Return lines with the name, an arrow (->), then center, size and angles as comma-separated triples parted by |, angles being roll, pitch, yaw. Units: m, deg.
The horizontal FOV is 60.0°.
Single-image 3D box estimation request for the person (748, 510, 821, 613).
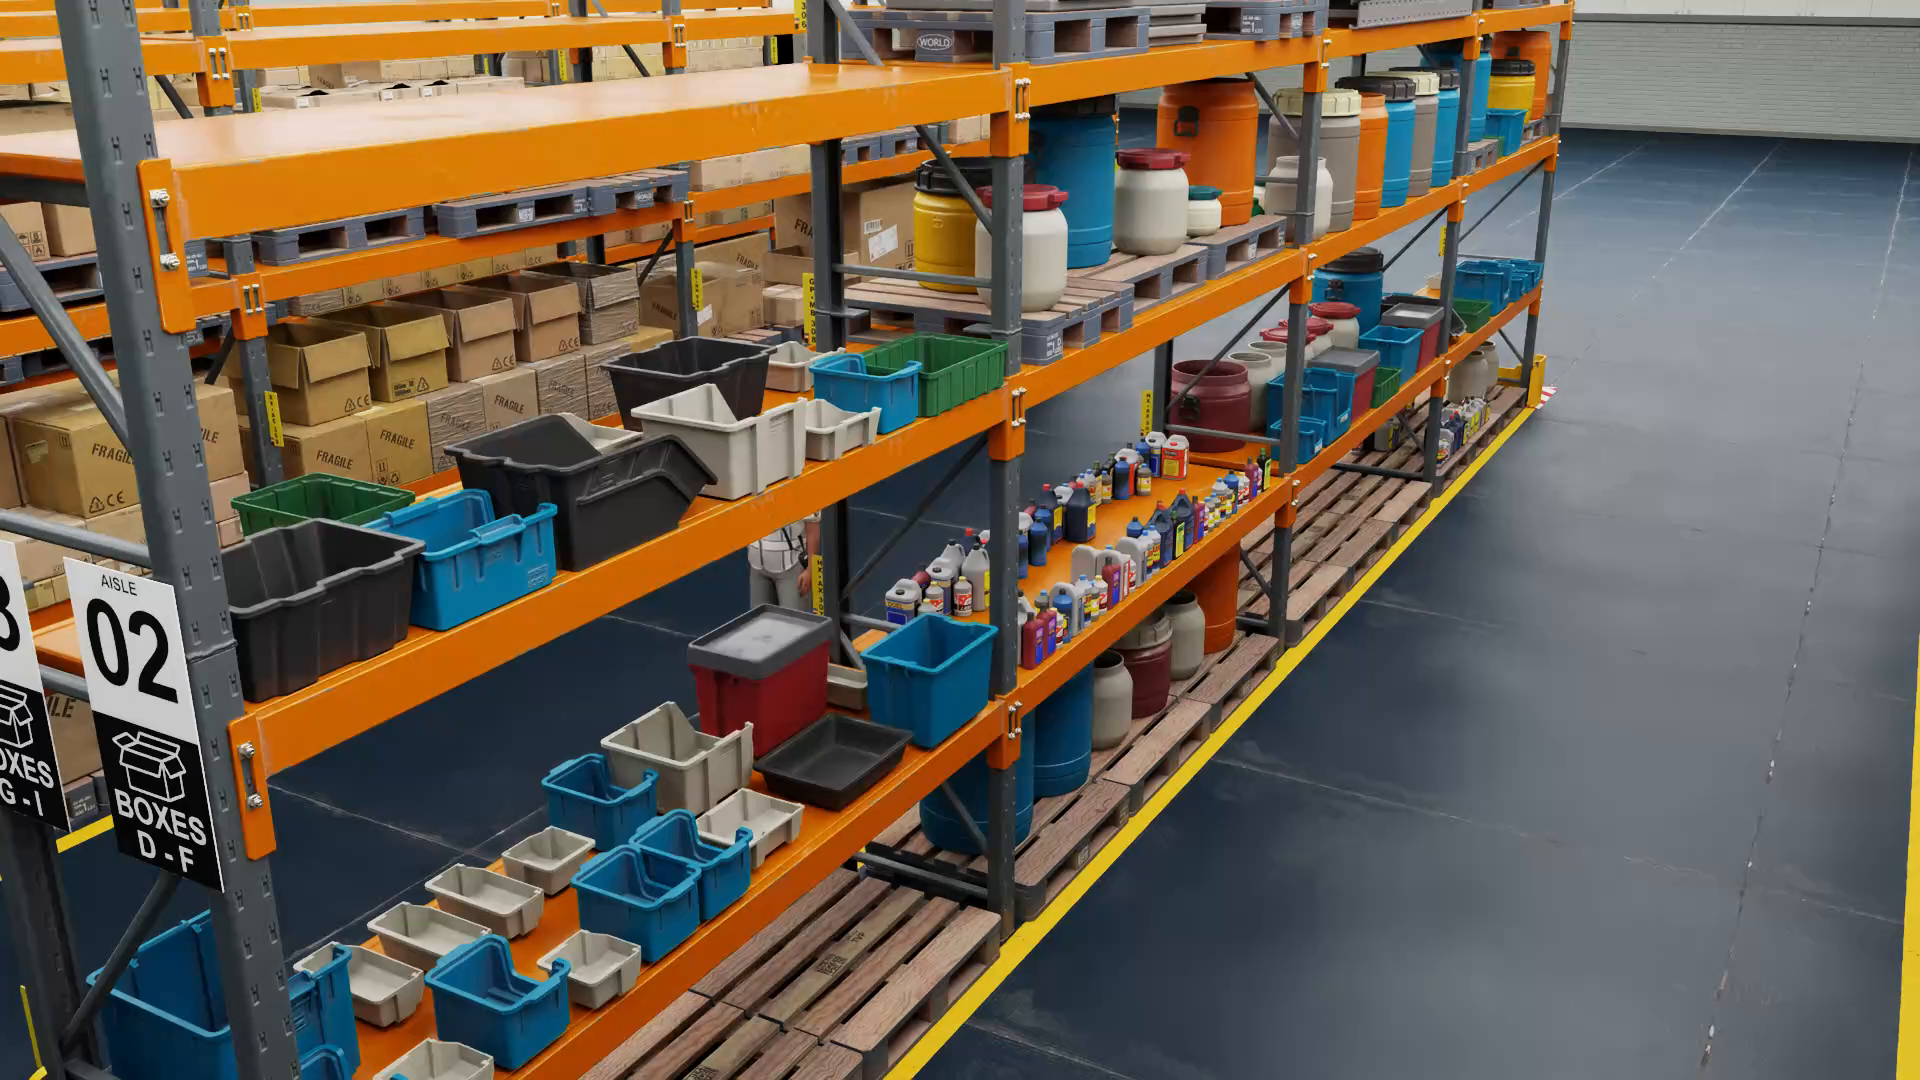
person -> -1.129, 0.166, 10.617 | 0.530, 1.745, 0.391 | 11, 22, 29
